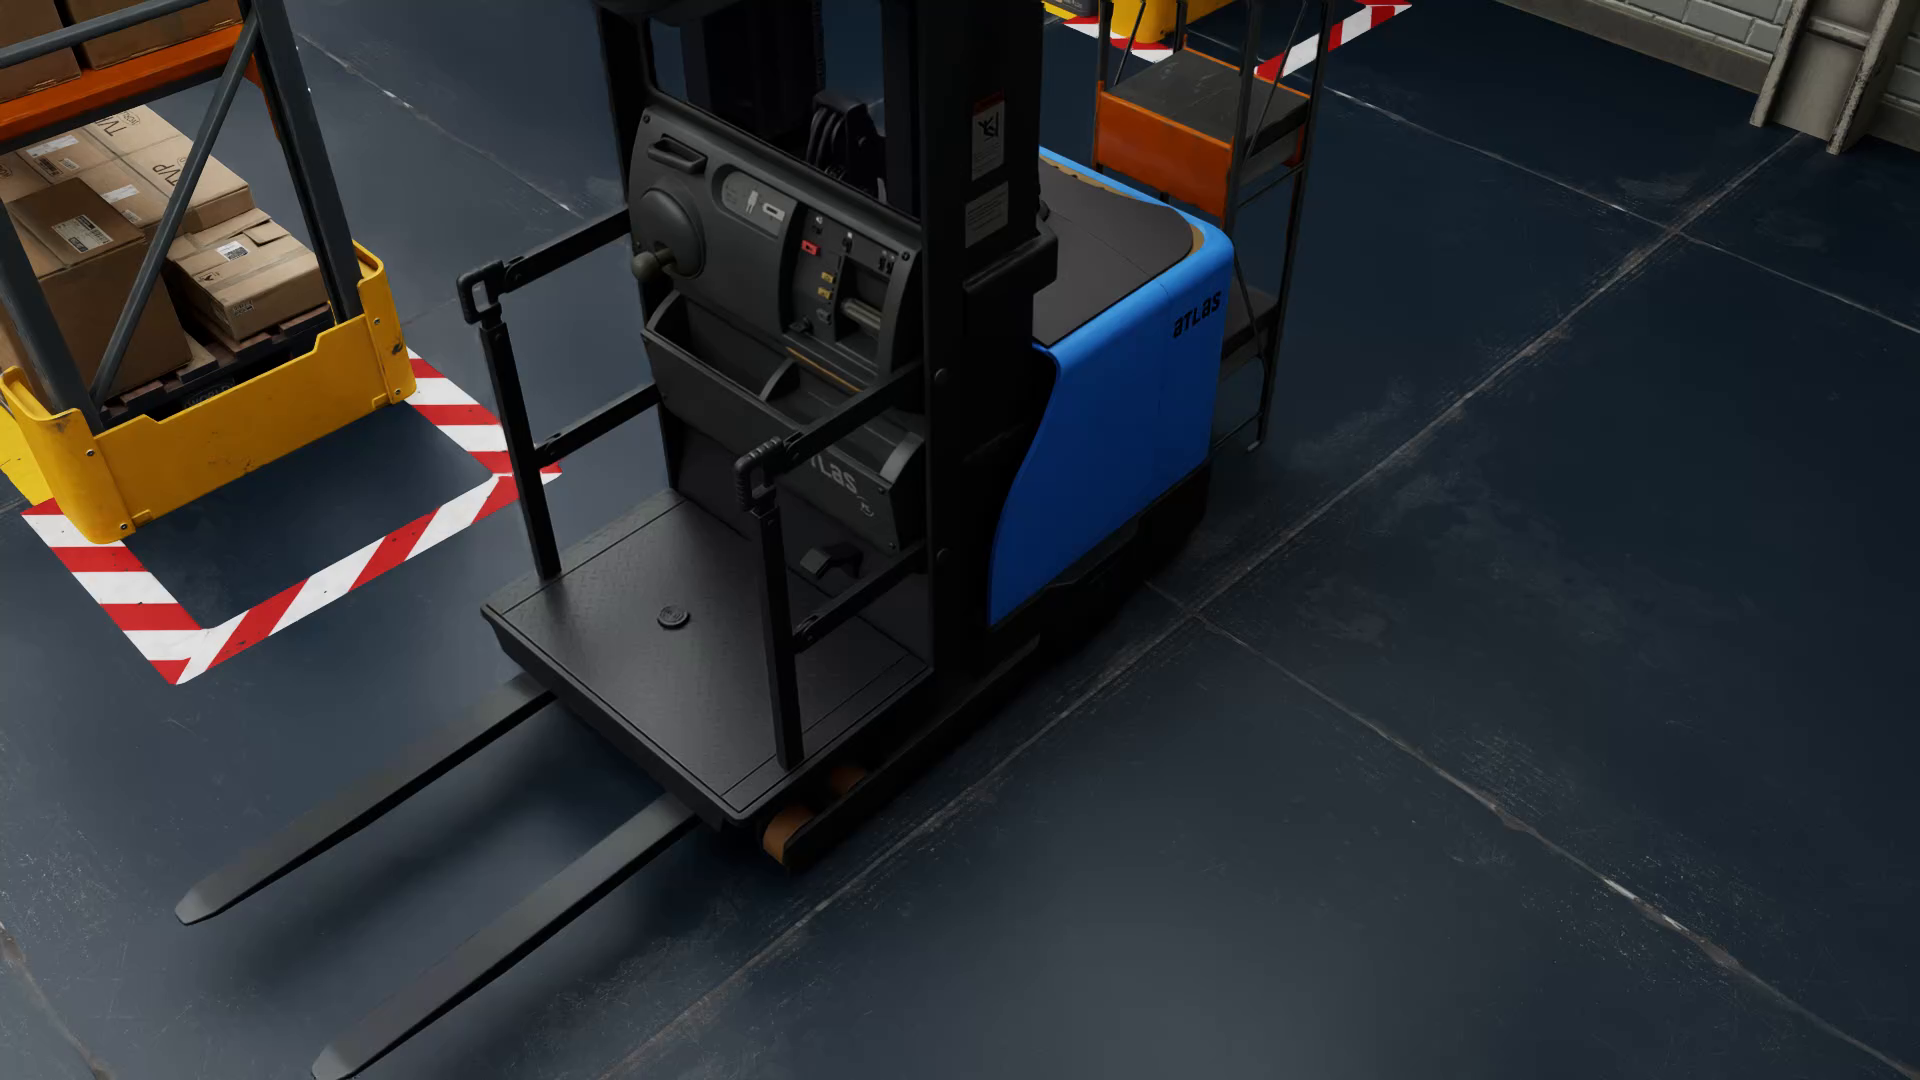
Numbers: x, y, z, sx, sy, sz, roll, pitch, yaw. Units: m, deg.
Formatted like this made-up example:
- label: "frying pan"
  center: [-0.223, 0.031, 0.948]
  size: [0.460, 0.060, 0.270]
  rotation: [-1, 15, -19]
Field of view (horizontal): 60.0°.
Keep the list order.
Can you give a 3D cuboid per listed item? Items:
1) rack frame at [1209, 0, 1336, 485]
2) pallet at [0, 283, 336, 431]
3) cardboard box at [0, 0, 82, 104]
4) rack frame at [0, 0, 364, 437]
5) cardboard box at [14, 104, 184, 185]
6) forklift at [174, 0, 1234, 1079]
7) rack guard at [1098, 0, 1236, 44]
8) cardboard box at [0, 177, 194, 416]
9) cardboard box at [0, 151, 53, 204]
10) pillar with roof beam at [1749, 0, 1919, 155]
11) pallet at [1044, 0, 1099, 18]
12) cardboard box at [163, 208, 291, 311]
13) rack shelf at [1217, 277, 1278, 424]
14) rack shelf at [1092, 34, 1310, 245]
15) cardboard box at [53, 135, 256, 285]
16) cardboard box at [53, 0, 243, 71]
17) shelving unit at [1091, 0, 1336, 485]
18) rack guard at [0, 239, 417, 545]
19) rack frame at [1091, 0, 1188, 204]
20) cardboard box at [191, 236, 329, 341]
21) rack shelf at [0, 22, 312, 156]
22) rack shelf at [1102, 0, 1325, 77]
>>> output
- label: "rack frame"
  center: [0.888, -1.010, 4.796]
  size: [0.015, 2.100, 0.400]
  rotation: [32, 52, 30]
- label: "pallet"
  center: [-2.974, -0.790, 5.949]
  size: [1.003, 0.211, 1.213]
  rotation: [-34, 53, -31]
- label: "cardboard box"
  center: [-2.866, -1.516, 4.607]
  size: [0.500, 0.500, 0.500]
  rotation: [-32, 52, -30]
- label: "rack frame"
  center: [-2.357, -1.395, 4.549]
  size: [1.000, 3.000, 0.127]
  rotation: [-34, 53, -31]
- label: "cardboard box"
  center: [-3.246, -1.424, 6.283]
  size: [0.500, 0.250, 0.500]
  rotation: [-34, 53, -31]
- label: "forklift"
  center: [-0.599, -0.623, 3.764]
  size: [1.130, 2.935, 3.031]
  rotation: [32, 52, 30]
- label: "rack guard"
  center: [1.165, -2.841, 7.956]
  size: [1.175, 0.500, 0.348]
  rotation: [-34, 53, -31]
- label: "cardboard box"
  center: [-2.915, -0.782, 5.403]
  size: [0.500, 0.500, 0.500]
  rotation: [-34, 53, -31]
- label: "cardboard box"
  center: [-3.565, -1.161, 5.998]
  size: [0.500, 0.250, 0.500]
  rotation: [-34, 53, -31]
- label: "pillar with roof beam"
  center: [0.619, -3.028, 1.896]
  size: [9.100, 9.000, 0.400]
  rotation: [-34, 53, -31]
- label: "pallet"
  center: [0.528, -3.093, 8.442]
  size: [1.003, 0.211, 1.213]
  rotation: [-34, 53, -31]
- label: "cardboard box"
  center: [-2.586, -1.002, 5.888]
  size: [0.380, 0.166, 0.250]
  rotation: [-34, 53, -31]
- label: "rack shelf"
  center: [0.710, -0.599, 5.403]
  size: [0.480, 0.518, 0.431]
  rotation: [32, 52, 30]
- label: "rack shelf"
  center: [0.710, -1.113, 4.928]
  size: [0.480, 0.518, 0.431]
  rotation: [32, 52, 30]
- label: "cardboard box"
  center: [-2.893, -1.184, 6.023]
  size: [0.500, 0.250, 0.500]
  rotation: [-34, 53, -31]
- label: "cardboard box"
  center: [-2.484, -1.771, 4.883]
  size: [0.500, 0.500, 0.500]
  rotation: [-33, 52, -30]
- label: "shelving unit"
  center: [0.710, -1.123, 4.918]
  size: [0.503, 2.100, 0.431]
  rotation: [32, 52, 30]
- label: "rack guard"
  center: [-2.411, -0.513, 5.437]
  size: [1.175, 0.500, 0.348]
  rotation: [-34, 53, -31]
- label: "rack frame"
  center: [0.532, -1.236, 5.041]
  size: [0.015, 2.100, 0.400]
  rotation: [32, 52, 30]
- label: "cardboard box"
  center: [-2.409, -0.875, 5.763]
  size: [0.380, 0.149, 0.250]
  rotation: [-34, 53, -31]
- label: "rack shelf"
  center: [-3.769, -2.092, 5.833]
  size: [1.077, 0.370, 4.000]
  rotation: [-34, 53, -31]
- label: "rack shelf"
  center: [0.710, -1.627, 4.453]
  size: [0.480, 0.518, 0.431]
  rotation: [32, 52, 30]
